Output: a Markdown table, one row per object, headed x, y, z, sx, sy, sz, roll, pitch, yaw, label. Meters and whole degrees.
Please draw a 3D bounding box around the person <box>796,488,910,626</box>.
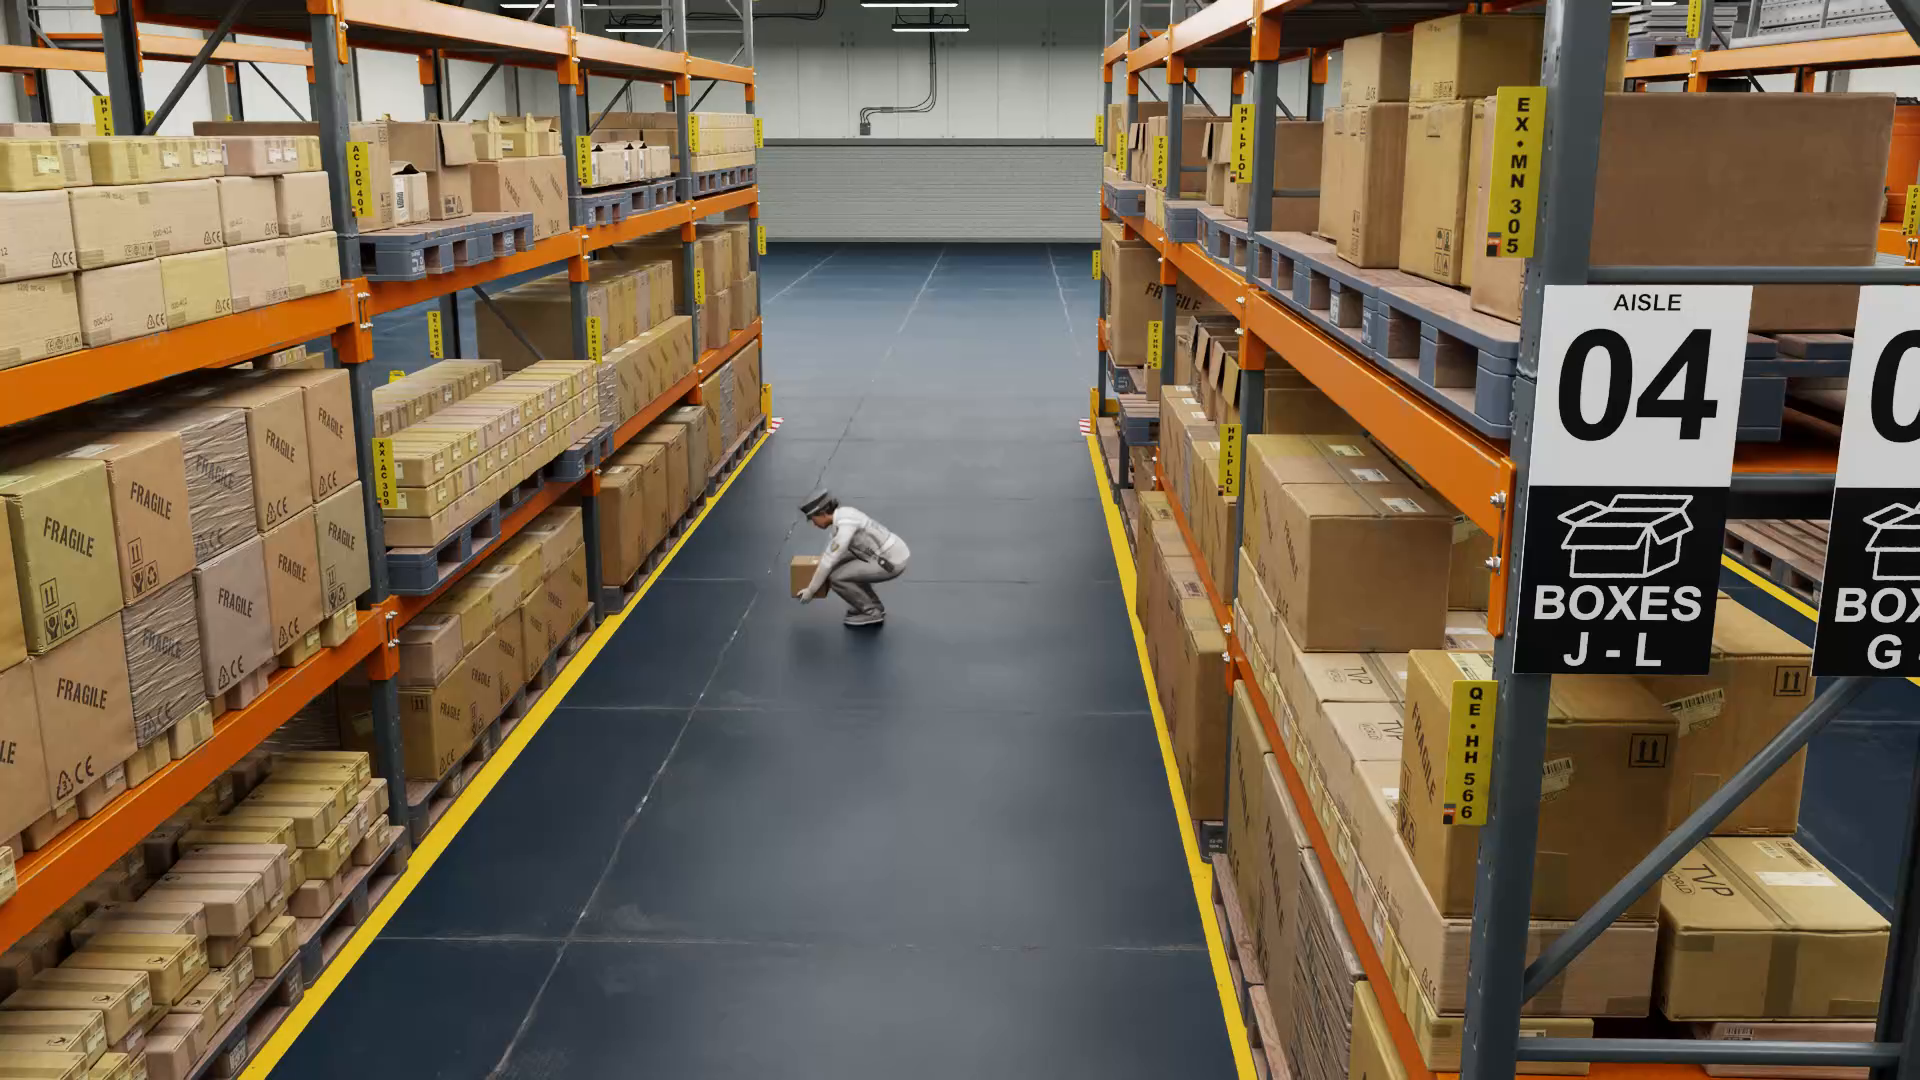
| x | y | z | sx | sy | sz | roll | pitch | yaw | label |
| --- | --- | --- | --- | --- | --- | --- | --- | --- | --- |
| -0.767 | 0.113 | 11.968 | 0.811 | 0.993 | 0.463 | 0 | 14 | 0 | person |
